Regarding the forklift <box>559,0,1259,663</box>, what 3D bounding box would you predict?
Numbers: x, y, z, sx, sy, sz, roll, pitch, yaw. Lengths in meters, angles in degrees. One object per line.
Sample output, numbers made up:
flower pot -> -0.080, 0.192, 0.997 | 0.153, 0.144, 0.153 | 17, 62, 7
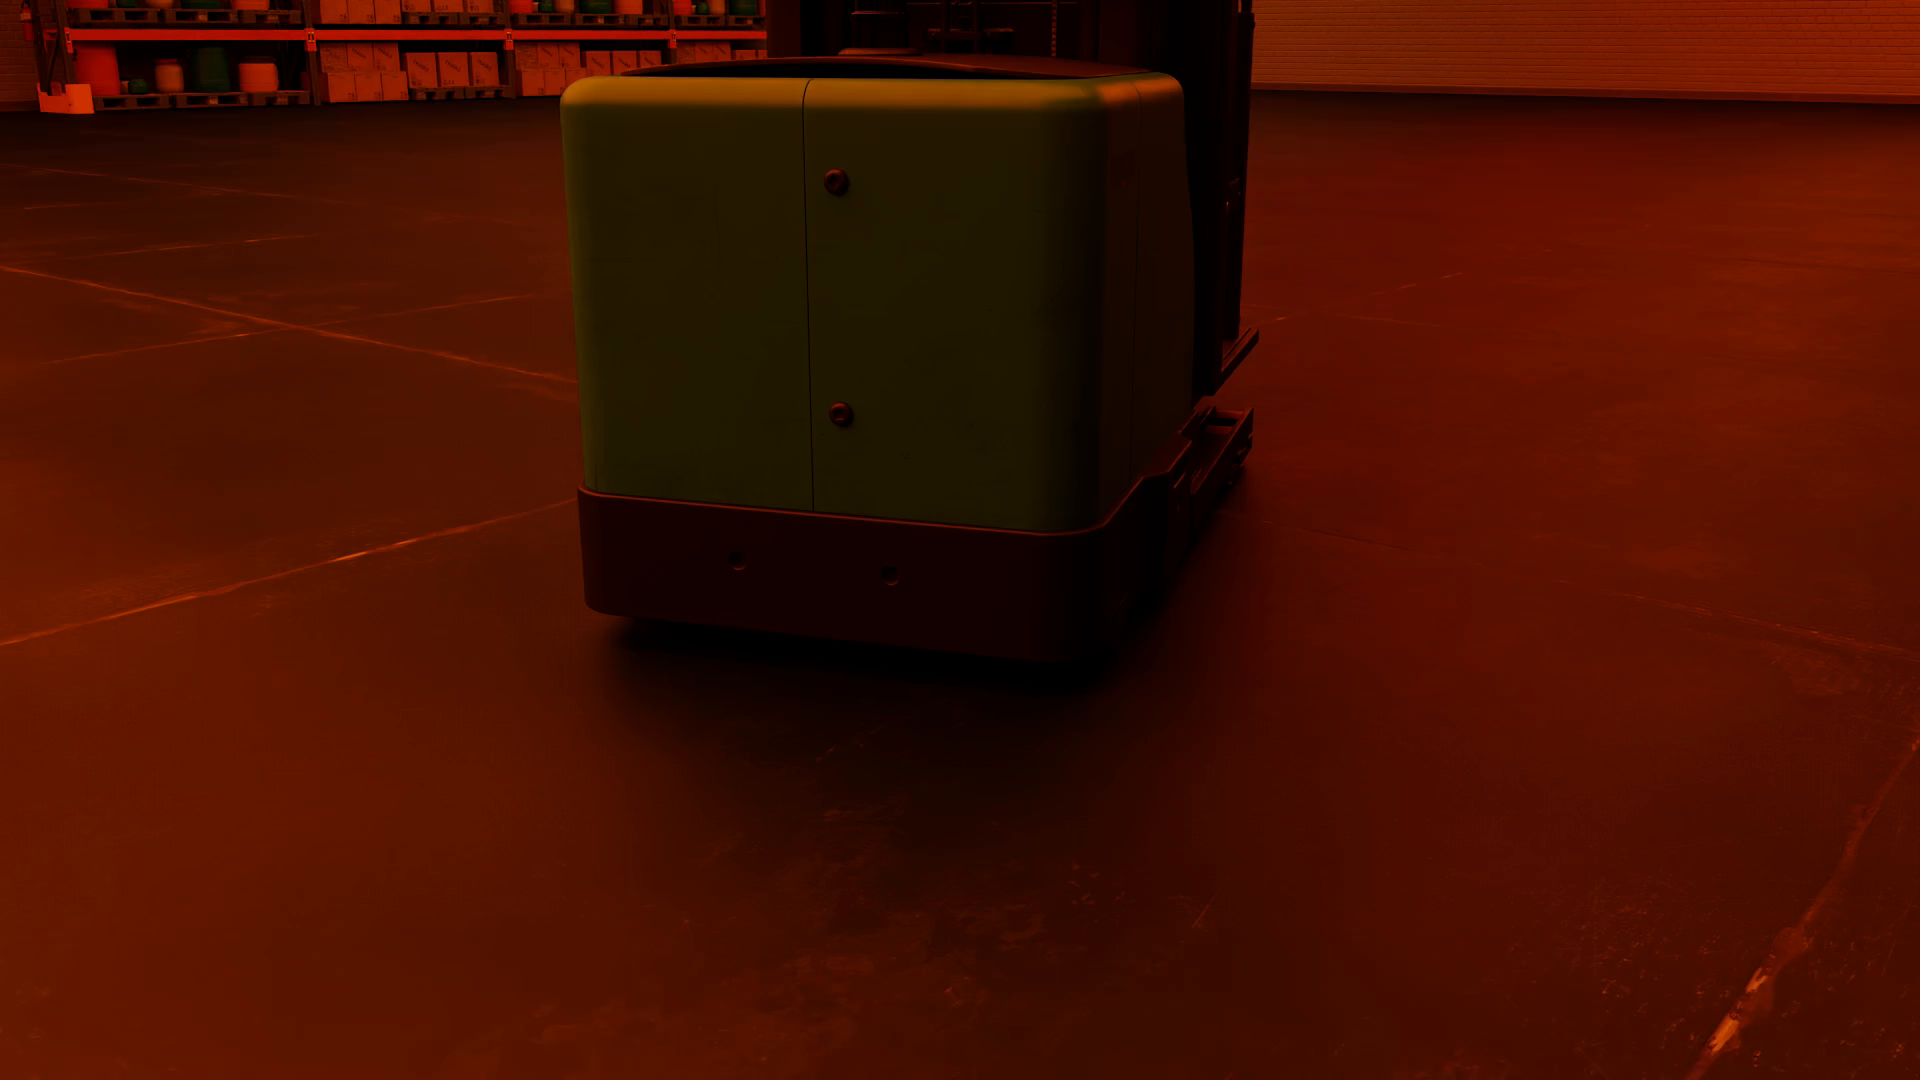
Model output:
forklift -> 0.182, -1.571, 4.072 | 1.130, 2.935, 3.031 | 5, 18, 17
